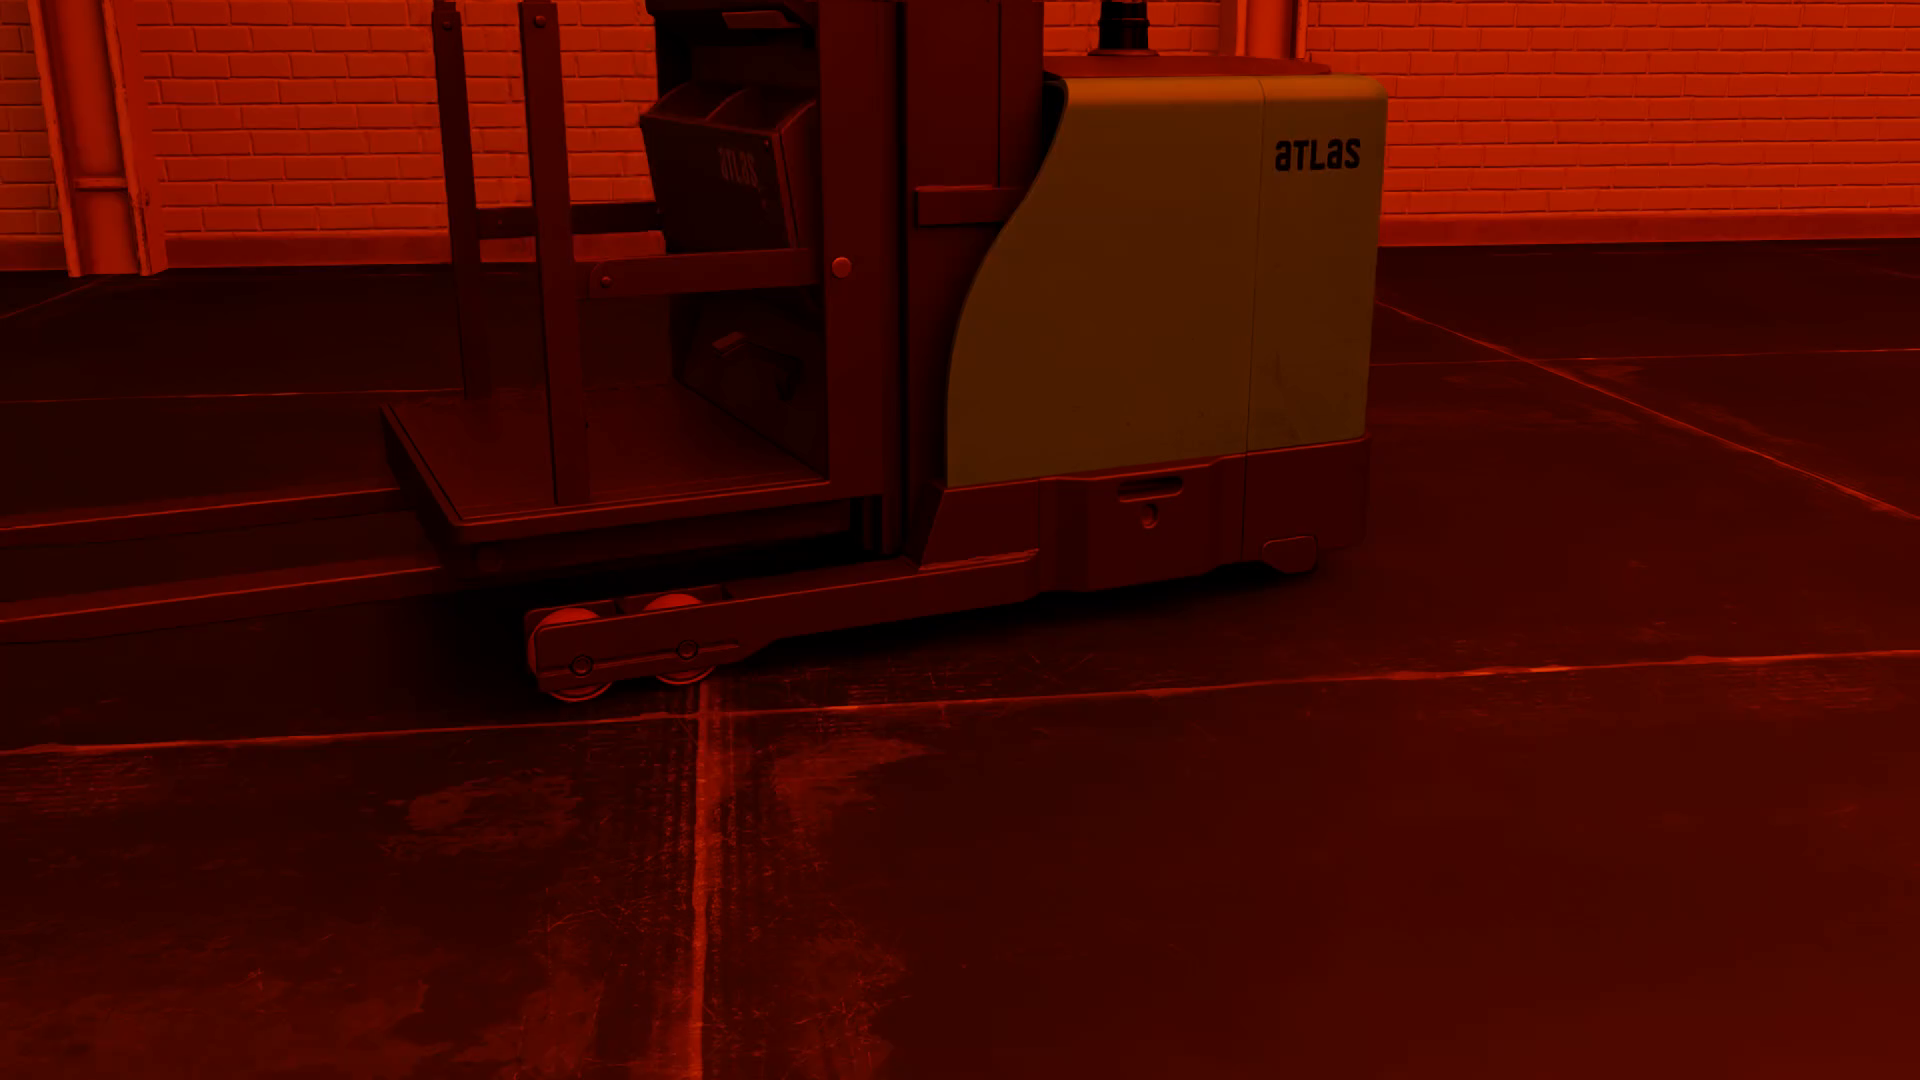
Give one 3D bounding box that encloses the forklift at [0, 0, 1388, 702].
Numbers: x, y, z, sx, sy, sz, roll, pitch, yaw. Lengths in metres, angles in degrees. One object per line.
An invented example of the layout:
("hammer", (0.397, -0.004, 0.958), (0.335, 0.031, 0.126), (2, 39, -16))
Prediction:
("forklift", (-0.651, -1.285, 3.149), (3.031, 2.935, 1.130), (-8, 18, -24))
